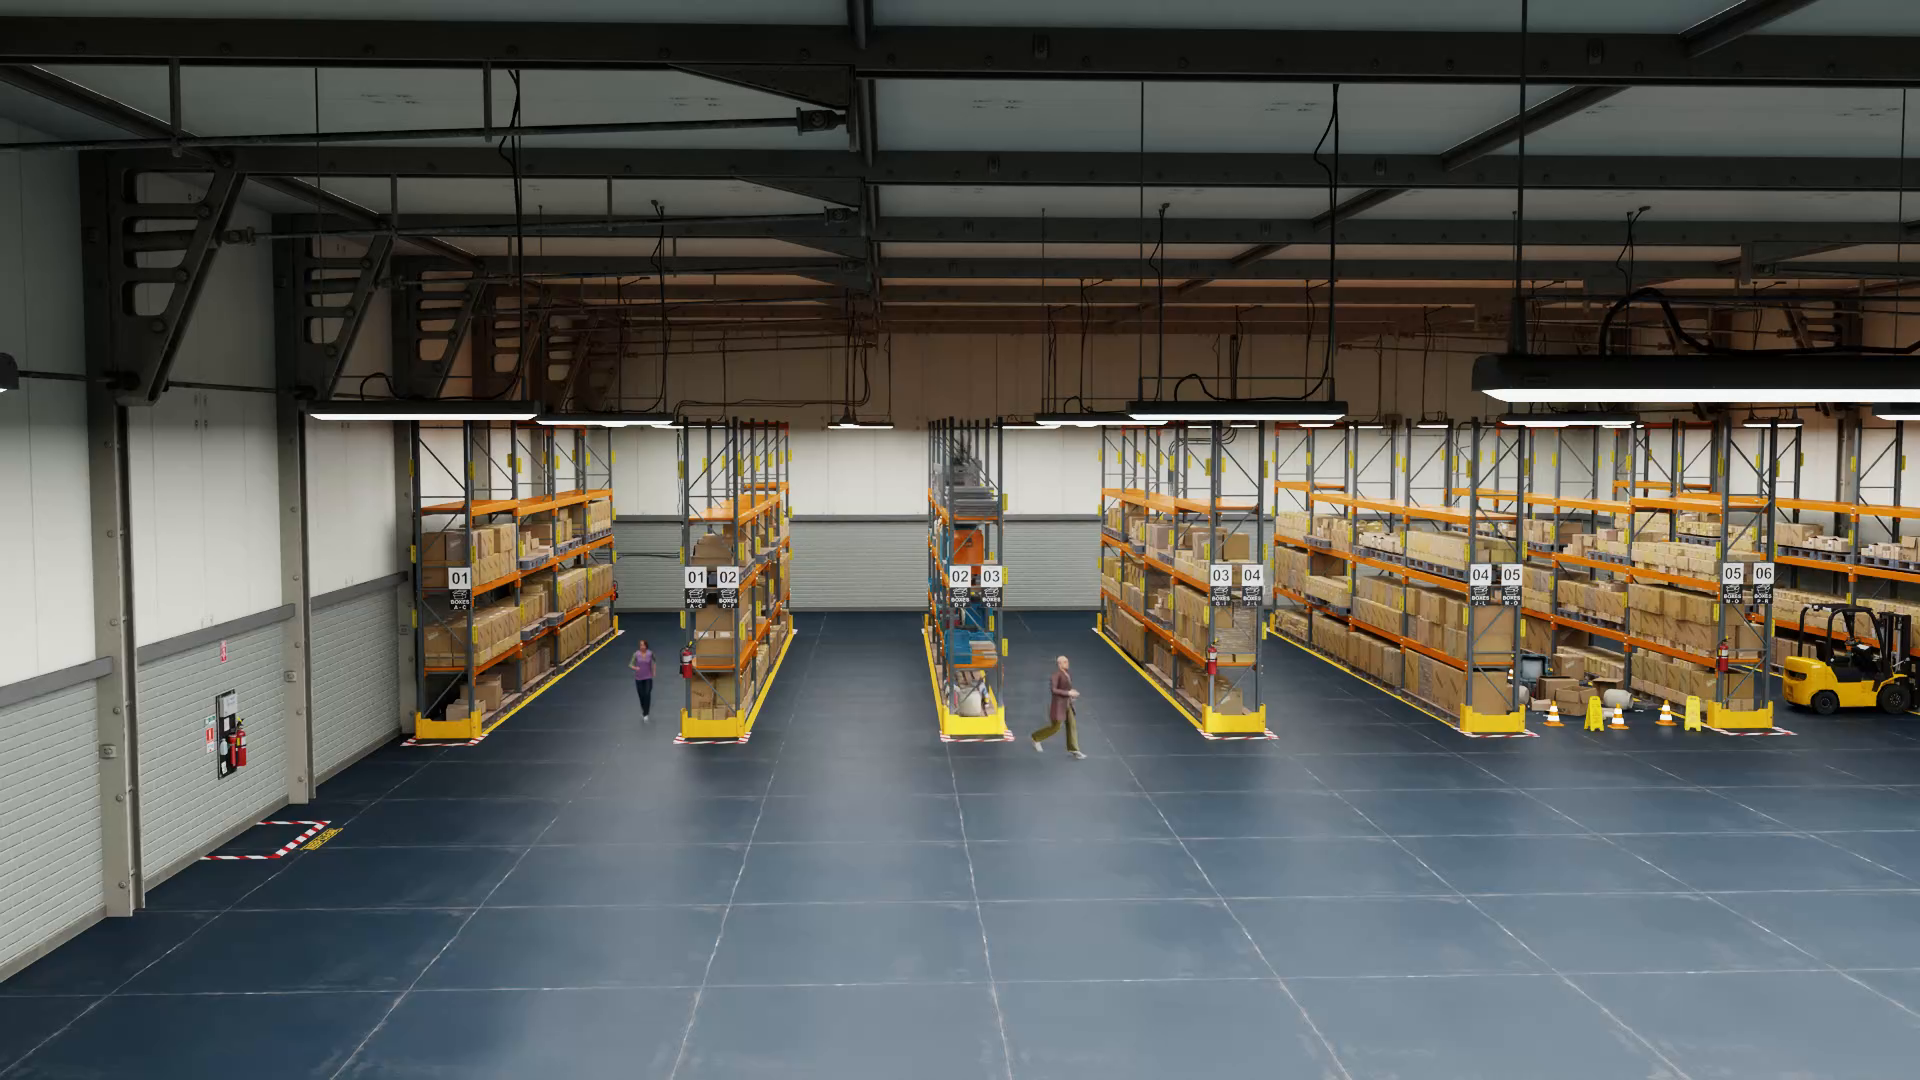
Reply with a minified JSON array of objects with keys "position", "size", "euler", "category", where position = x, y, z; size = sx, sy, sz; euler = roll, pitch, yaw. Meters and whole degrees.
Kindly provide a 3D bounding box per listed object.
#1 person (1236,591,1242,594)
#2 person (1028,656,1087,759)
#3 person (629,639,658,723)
[{"position":[7.786,1.950,46.267],"size":[0.580,1.547,0.574],"euler":[0,4,1],"category":"person"},{"position":[1.732,2.928,29.241],"size":[1.044,1.791,0.714],"euler":[2,4,29],"category":"person"},{"position":[-6.257,2.765,32.855],"size":[0.539,1.588,0.872],"euler":[0,4,-5],"category":"person"}]
